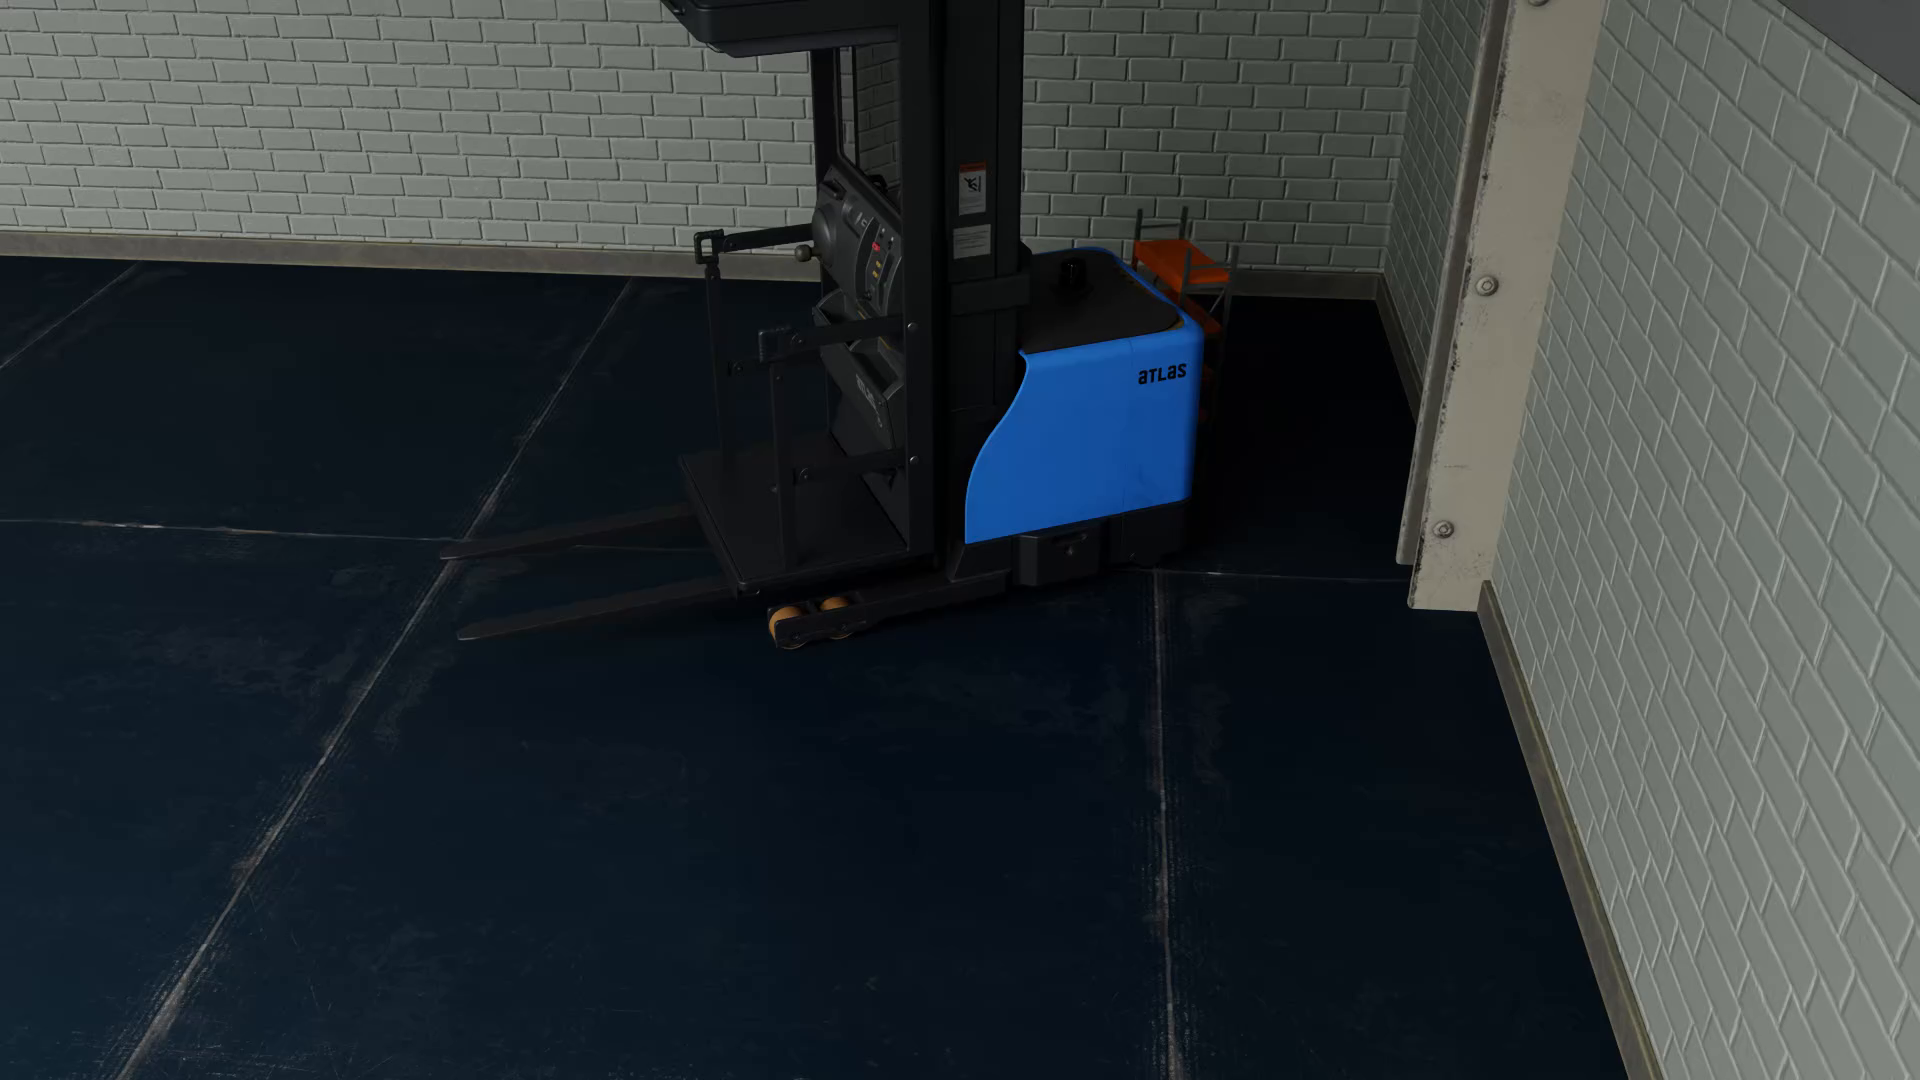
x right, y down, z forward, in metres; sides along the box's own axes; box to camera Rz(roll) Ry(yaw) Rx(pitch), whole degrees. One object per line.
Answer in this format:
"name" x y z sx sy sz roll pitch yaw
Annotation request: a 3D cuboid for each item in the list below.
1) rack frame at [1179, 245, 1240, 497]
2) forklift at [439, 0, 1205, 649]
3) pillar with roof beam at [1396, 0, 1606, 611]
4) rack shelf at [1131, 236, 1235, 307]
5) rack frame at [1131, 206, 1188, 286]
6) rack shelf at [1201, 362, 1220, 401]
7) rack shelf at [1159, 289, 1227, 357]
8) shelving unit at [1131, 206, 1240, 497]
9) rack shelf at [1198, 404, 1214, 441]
"rack frame" 1.021 -0.704 7.234 0.240 1.200 0.015 -7 32 -18
"forklift" -0.581 -1.131 6.292 3.031 2.935 1.130 -11 33 -18
"pillar with roof beam" -2.285 -3.833 4.893 9.100 9.000 0.400 2 32 4
"rack shelf" 0.963 -1.162 7.230 0.258 0.148 0.480 -7 32 -18
"rack frame" 0.859 -0.945 7.626 0.240 1.200 0.015 -7 32 -18
"rack shelf" 0.936 -0.767 7.464 0.258 0.148 0.480 -7 32 -18
"rack shelf" 0.949 -0.959 7.350 0.258 0.148 0.480 -7 32 -18
"shelving unit" 0.940 -0.824 7.430 0.258 1.200 0.503 -7 32 -18
"rack shelf" 0.925 -0.596 7.564 0.258 0.148 0.480 -7 32 -18
